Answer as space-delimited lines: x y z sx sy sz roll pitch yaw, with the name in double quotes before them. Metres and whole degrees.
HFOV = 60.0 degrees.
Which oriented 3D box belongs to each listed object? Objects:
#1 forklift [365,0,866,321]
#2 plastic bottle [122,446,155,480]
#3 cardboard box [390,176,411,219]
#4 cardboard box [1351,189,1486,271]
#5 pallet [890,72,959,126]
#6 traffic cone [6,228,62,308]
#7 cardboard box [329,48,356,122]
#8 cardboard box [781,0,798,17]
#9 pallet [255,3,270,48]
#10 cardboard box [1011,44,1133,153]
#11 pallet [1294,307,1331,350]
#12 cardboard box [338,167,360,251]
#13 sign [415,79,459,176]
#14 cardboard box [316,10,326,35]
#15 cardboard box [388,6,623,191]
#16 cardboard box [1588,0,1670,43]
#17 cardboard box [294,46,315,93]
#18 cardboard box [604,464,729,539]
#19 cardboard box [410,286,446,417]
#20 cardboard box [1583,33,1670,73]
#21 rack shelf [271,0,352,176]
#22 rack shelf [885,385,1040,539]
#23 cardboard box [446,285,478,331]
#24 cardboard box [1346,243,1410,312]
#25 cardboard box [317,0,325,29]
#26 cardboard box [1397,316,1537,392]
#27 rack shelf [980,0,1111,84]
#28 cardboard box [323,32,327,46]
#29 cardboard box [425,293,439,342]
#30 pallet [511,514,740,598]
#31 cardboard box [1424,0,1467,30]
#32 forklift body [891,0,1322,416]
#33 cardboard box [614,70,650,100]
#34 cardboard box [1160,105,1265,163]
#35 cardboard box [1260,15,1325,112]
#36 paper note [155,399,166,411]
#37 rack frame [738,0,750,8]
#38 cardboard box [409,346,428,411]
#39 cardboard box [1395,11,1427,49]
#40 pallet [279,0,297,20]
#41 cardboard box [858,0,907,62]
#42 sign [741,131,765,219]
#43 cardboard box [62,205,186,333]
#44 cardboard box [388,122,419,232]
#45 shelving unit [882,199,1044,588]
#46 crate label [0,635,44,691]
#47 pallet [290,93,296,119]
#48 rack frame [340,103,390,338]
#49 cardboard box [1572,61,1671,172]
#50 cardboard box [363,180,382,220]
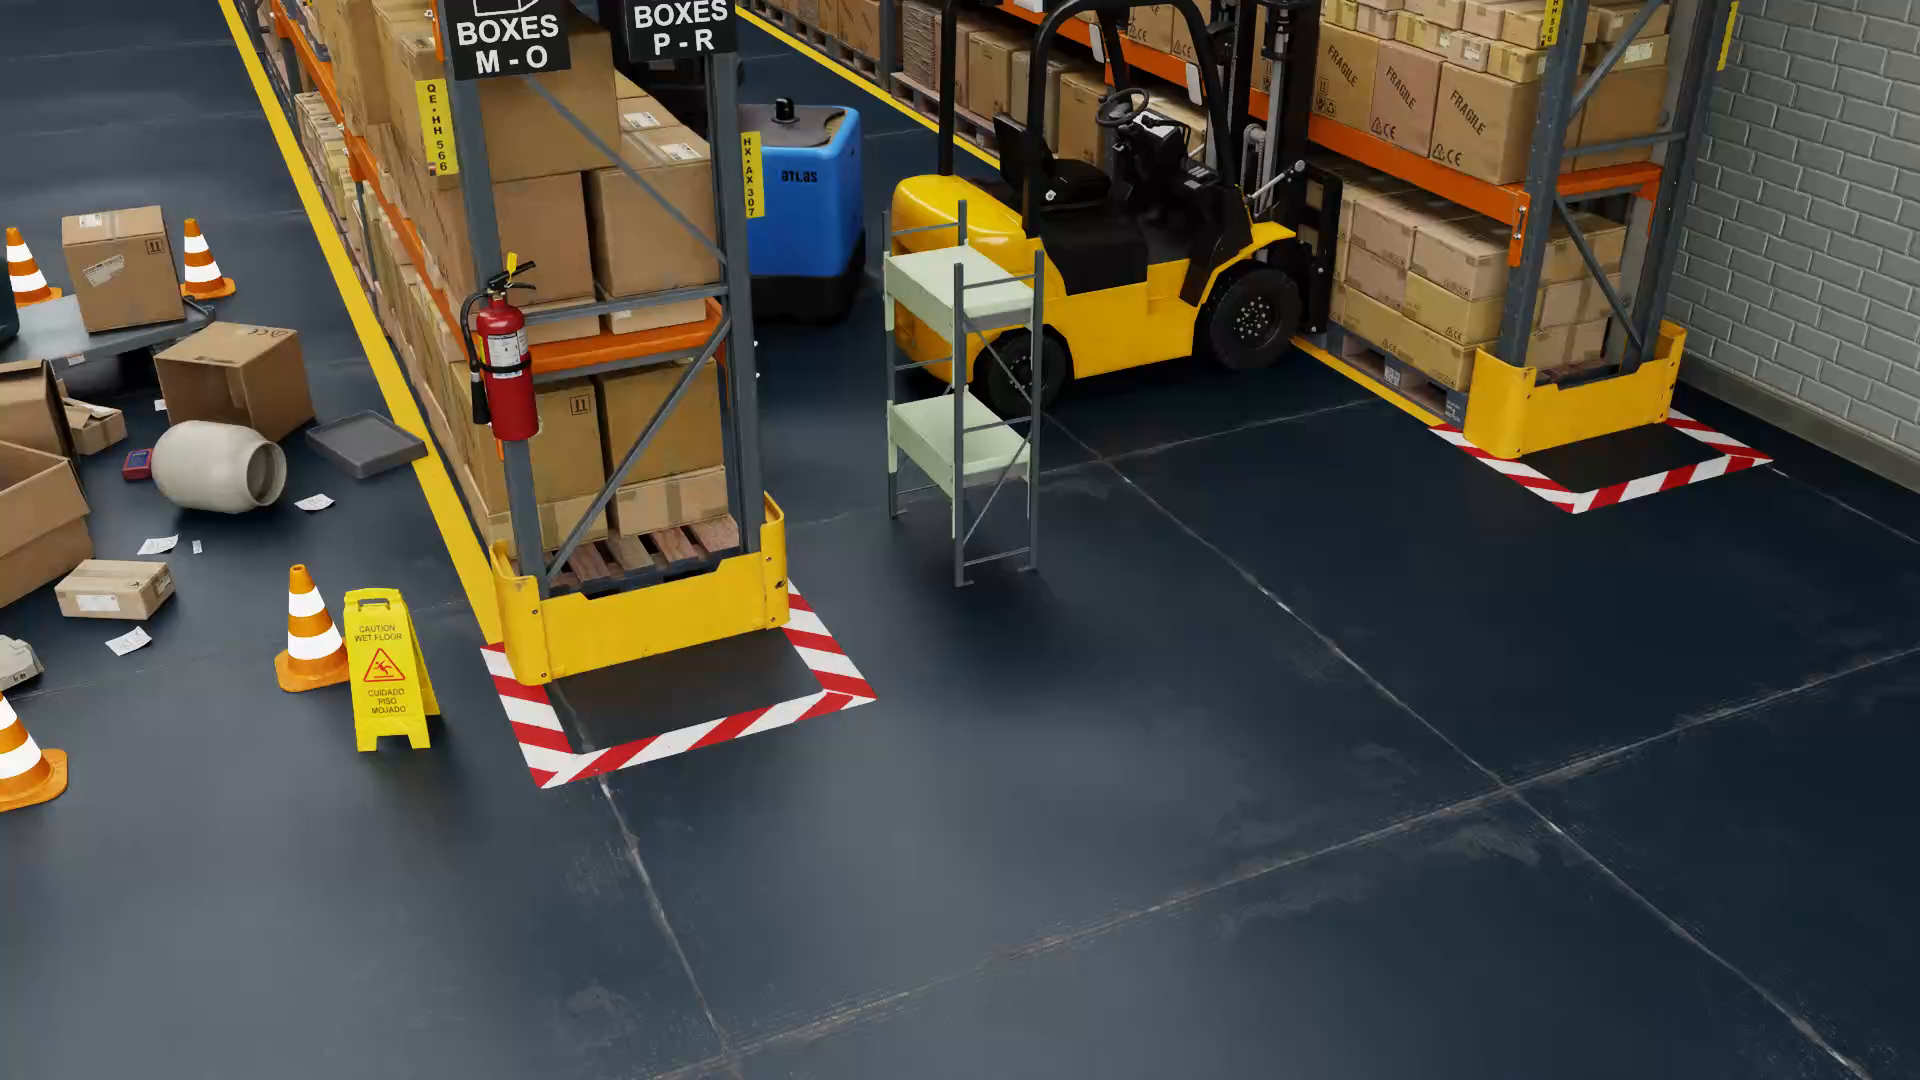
"forklift" -2.161 -2.886 9.899 3.031 2.935 1.130 3 29 4
"plastic bottle" -4.135 -0.396 8.394 0.133 0.061 0.283 -8 30 -13
"cardboard box" -2.476 -1.653 7.888 0.380 0.149 0.250 -13 32 -22
"cardboard box" 2.499 -1.701 9.076 0.500 0.250 0.500 -12 32 -21
"pallet" 0.087 -3.864 14.425 1.003 0.211 1.213 -13 32 -22
"traffic cone" -5.820 -1.707 10.321 0.336 0.463 0.334 -13 32 -22
"cardboard box" -3.058 -2.562 8.846 0.500 0.500 0.500 -13 32 -22
"cardboard box" -1.496 -5.597 16.790 0.500 0.500 0.500 -14 32 -23
"pallet" -6.685 -5.311 17.006 1.003 0.211 1.213 -13 32 -22
"cardboard box" 0.926 -3.405 12.755 0.875 0.625 0.625 -13 32 -22
"pallet" 2.317 -1.569 10.333 1.003 0.211 1.213 -13 32 -22
"cardboard box" -3.534 -2.227 10.911 0.950 0.372 0.625 -11 31 -19
"sign" -1.788 -1.410 5.690 0.100 0.325 0.005 -13 32 -22
"cardboard box" -3.401 -3.154 9.472 0.500 0.500 0.500 -14 32 -23
"cardboard box" -1.695 -1.664 6.222 0.700 0.500 0.500 -14 32 -23
"cardboard box" 3.252 -2.568 8.193 0.380 0.149 0.250 -14 32 -23
"cardboard box" -4.934 -3.987 13.537 0.875 0.875 0.875 -13 32 -22
"cardboard box" -1.375 -0.273 7.552 0.500 0.250 0.500 -13 32 -22
"cardboard box" -2.295 -0.939 7.973 0.500 0.500 0.500 -14 32 -23
"cardboard box" 3.292 -2.449 8.286 0.380 0.149 0.250 -14 32 -23
"rack shelf" -3.854 -3.211 11.145 1.077 0.370 4.000 -13 32 -22
"rack shelf" 0.003 -0.367 7.537 0.431 0.370 0.720 -13 32 -22
"cardboard box" -1.841 -0.974 6.677 0.380 0.149 0.250 -13 32 -23
"cardboard box" 2.506 -1.494 9.217 0.500 0.250 0.500 -13 32 -22
"cardboard box" -2.803 -2.781 8.214 0.700 0.500 0.500 -13 32 -22
"cardboard box" 2.716 -1.044 8.926 0.500 0.250 0.500 -13 32 -22
"rack shelf" 0.628 -4.255 13.007 1.077 0.370 4.000 -13 32 -22
"cardboard box" -3.563 -3.005 9.869 0.380 0.149 0.250 -14 32 -23
"cardboard box" -2.181 -1.027 7.467 0.380 0.149 0.250 -13 32 -21
"pallet" -1.628 -0.058 7.638 1.003 0.211 1.213 -13 32 -22
"cardboard box" 2.588 -2.701 8.430 0.380 0.149 0.250 -12 32 -21
"forklift body" 0.742 -2.003 9.123 2.313 2.155 1.214 -13 32 -22
"cardboard box" -1.676 -1.768 7.430 0.500 0.500 0.500 -14 32 -23
"cardboard box" 1.621 -2.598 10.676 0.500 0.250 0.500 -13 32 -22
"cardboard box" 2.095 -2.801 9.577 0.500 0.500 0.500 -13 32 -22
"paper note" -4.309 -0.754 9.064 0.148 0.019 0.142 -13 32 -22
"rack frame" -1.948 -7.219 17.558 1.000 3.000 0.127 -13 32 -22
"cardboard box" -2.516 -0.841 8.565 0.500 0.250 0.500 -14 32 -23
"cardboard box" 2.513 -2.685 8.707 0.380 0.149 0.250 -13 32 -22
"pallet" -4.310 -4.032 12.070 1.213 0.211 1.003 -13 32 -22
"cardboard box" -0.607 -4.687 15.168 0.500 0.500 0.500 -12 31 -21
"sign" -0.788 -1.366 6.234 0.100 0.325 0.005 -13 32 -22
"cardboard box" -4.590 -1.495 9.130 0.500 0.500 0.500 -13 32 -22
"cardboard box" -2.182 -1.674 7.262 0.500 0.500 0.500 -13 32 -22
"shelving unit" 0.003 -0.651 7.378 0.431 1.500 0.755 -13 32 -22
"crate label" -3.878 0.504 6.711 0.298 0.136 0.250 19 34 30
"pallet" -4.983 -3.556 13.876 1.003 0.211 1.213 -13 32 -22
"rack frame" -2.995 -2.642 9.394 1.000 3.000 0.127 -13 32 -22
"cardboard box" 3.241 -2.239 8.574 0.500 0.500 0.500 -12 31 -20
"cardboard box" -2.986 -1.850 8.935 0.380 0.149 0.250 -13 32 -21
